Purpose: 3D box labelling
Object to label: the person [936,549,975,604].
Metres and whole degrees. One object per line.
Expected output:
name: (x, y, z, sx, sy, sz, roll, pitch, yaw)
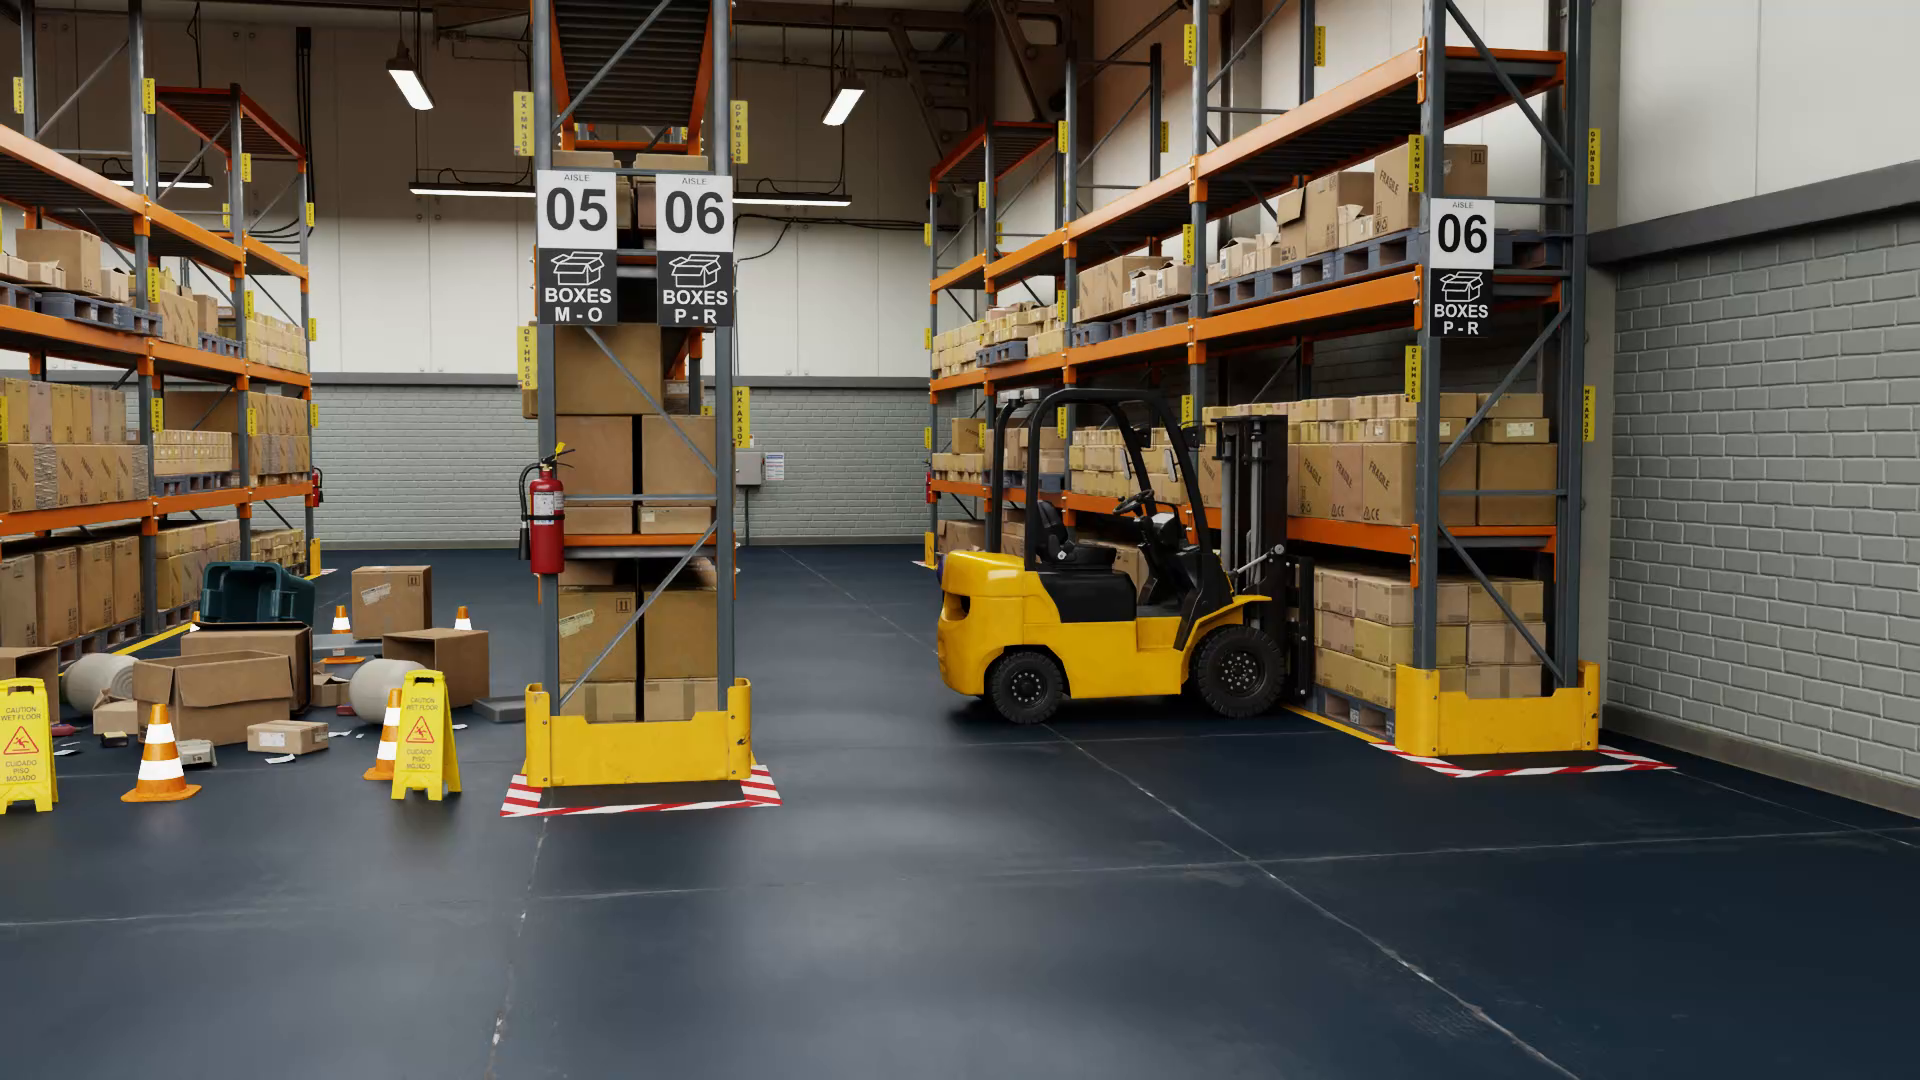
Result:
person: (0.032, 0.442, 18.180, 0.491, 0.720, 0.962, -1, 3, -13)
